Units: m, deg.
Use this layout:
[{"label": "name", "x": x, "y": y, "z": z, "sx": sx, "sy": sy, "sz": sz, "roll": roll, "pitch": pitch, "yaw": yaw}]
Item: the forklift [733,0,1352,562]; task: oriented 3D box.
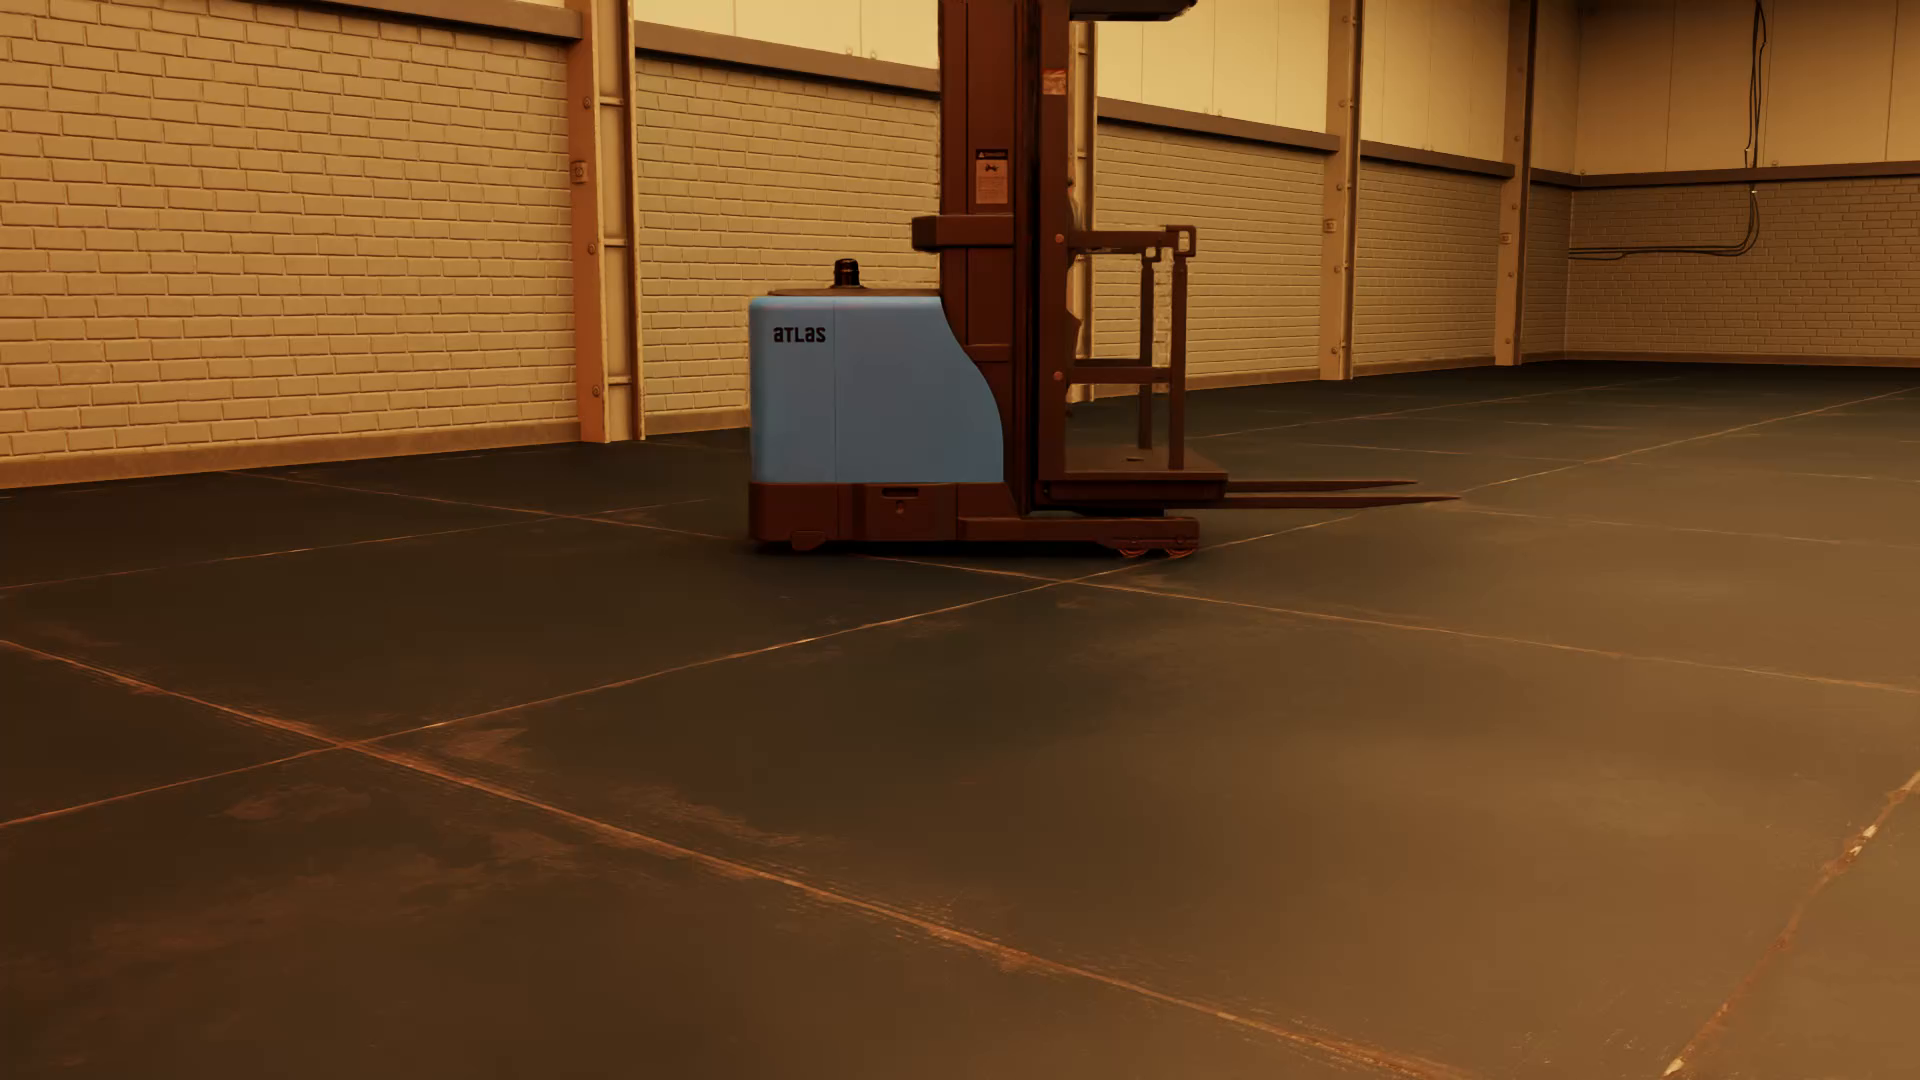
[{"label": "forklift", "x": 0.514, "y": -1.504, "z": 7.557, "sx": 3.031, "sy": 2.935, "sz": 1.130, "roll": -6, "pitch": 10, "yaw": -33}]
